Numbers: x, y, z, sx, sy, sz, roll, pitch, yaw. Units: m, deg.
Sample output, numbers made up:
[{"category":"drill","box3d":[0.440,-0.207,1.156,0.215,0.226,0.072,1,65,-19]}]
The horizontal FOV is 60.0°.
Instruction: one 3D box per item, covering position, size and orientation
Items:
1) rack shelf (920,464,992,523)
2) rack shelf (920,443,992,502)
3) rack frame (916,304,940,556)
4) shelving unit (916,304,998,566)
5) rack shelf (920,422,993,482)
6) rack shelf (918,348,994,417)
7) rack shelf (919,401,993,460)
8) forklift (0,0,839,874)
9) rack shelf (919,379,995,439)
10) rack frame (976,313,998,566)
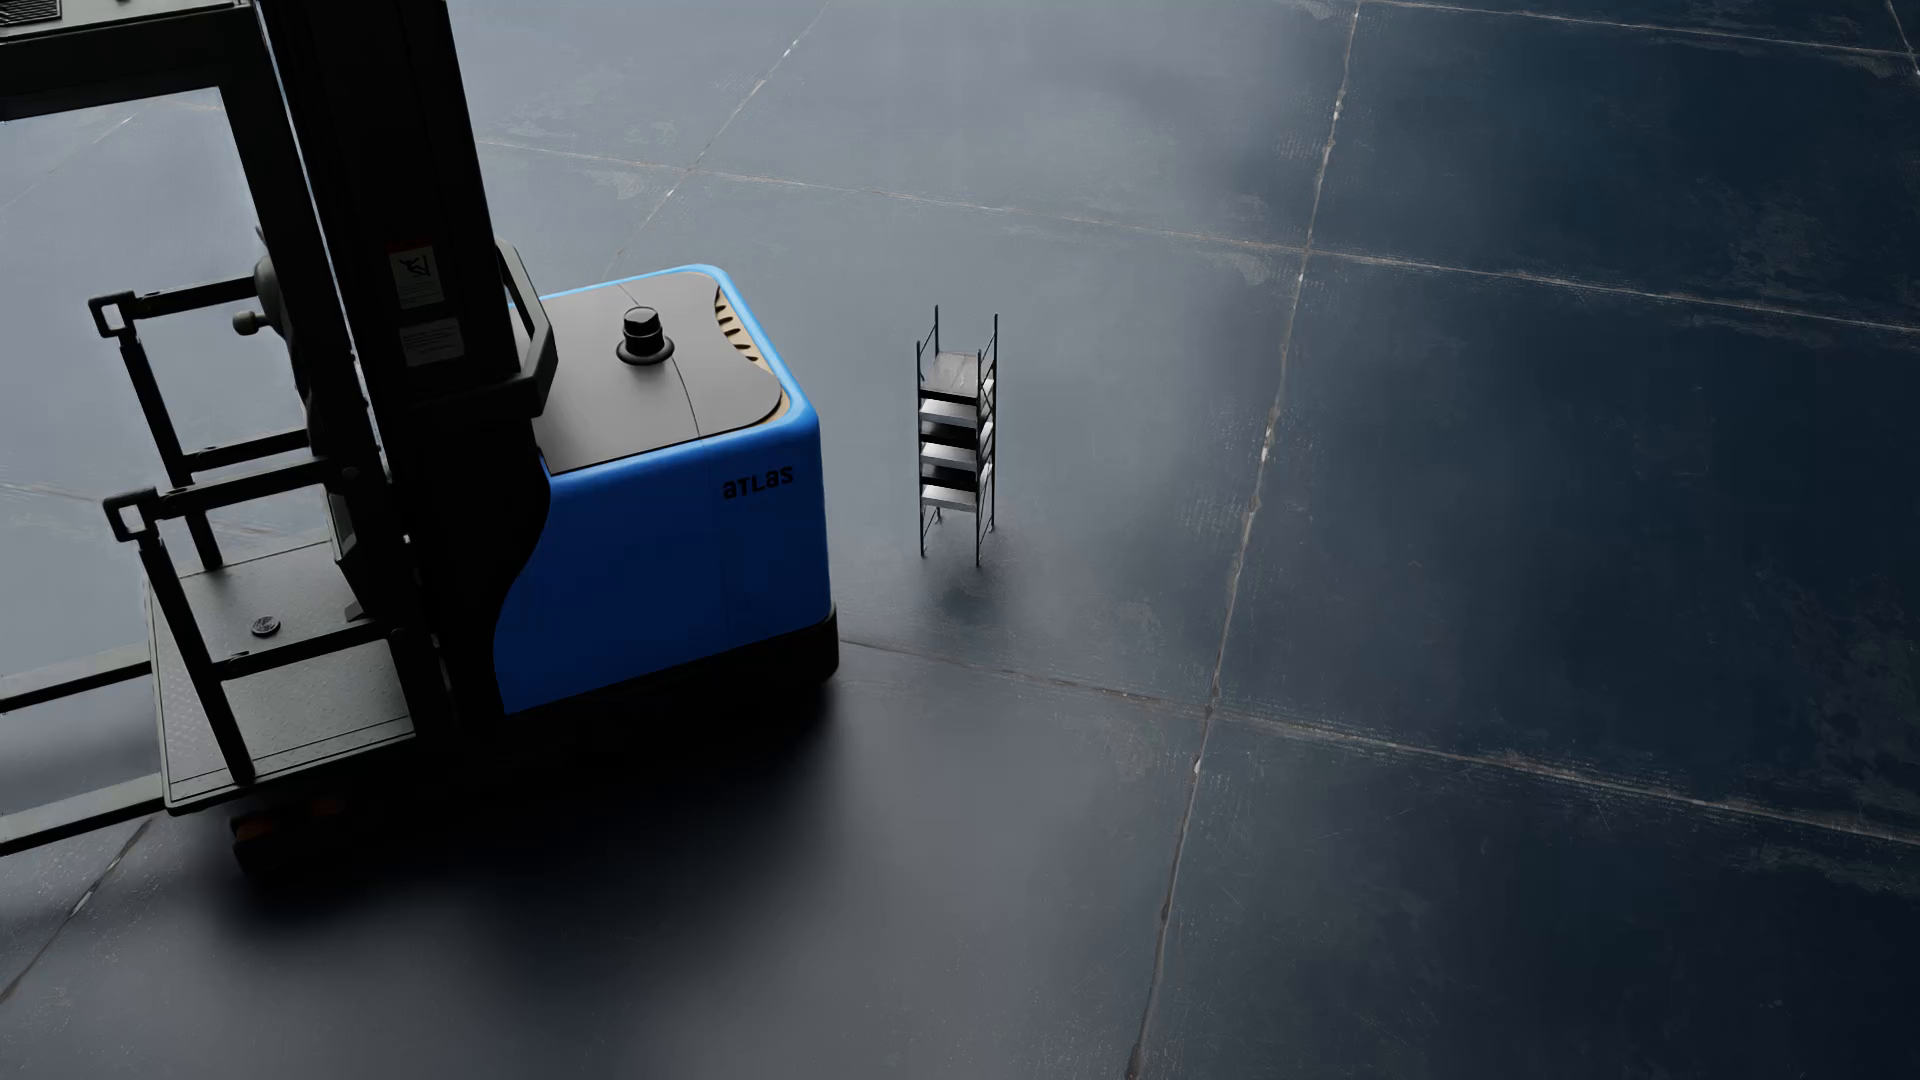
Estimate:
[{"category":"rack shelf","box3d":[-0.008,-0.183,5.832,0.200,0.077,0.258,10,41,11]},{"category":"rack shelf","box3d":[-0.008,-0.252,5.774,0.200,0.077,0.258,10,41,11]},{"category":"rack frame","box3d":[-0.106,-0.363,5.715,0.006,0.900,0.240,10,41,11]},{"category":"shelving unit","box3d":[-0.008,-0.346,5.695,0.210,0.900,0.258,10,41,11]},{"category":"rack shelf","box3d":[-0.008,-0.320,5.716,0.200,0.077,0.258,10,41,11]},{"category":"rack shelf","box3d":[-0.008,-0.527,5.543,0.200,0.077,0.258,10,41,11]},{"category":"rack shelf","box3d":[-0.008,-0.389,5.658,0.200,0.077,0.258,10,41,11]},{"category":"forklift","box3d":[-1.955,-0.552,4.361,3.031,2.935,1.130,-16,43,-18]},{"category":"rack shelf","box3d":[-0.008,-0.458,5.600,0.200,0.077,0.258,10,41,11]},{"category":"rack frame","box3d":[0.090,-0.329,5.675,0.006,0.900,0.240,10,41,11]}]
